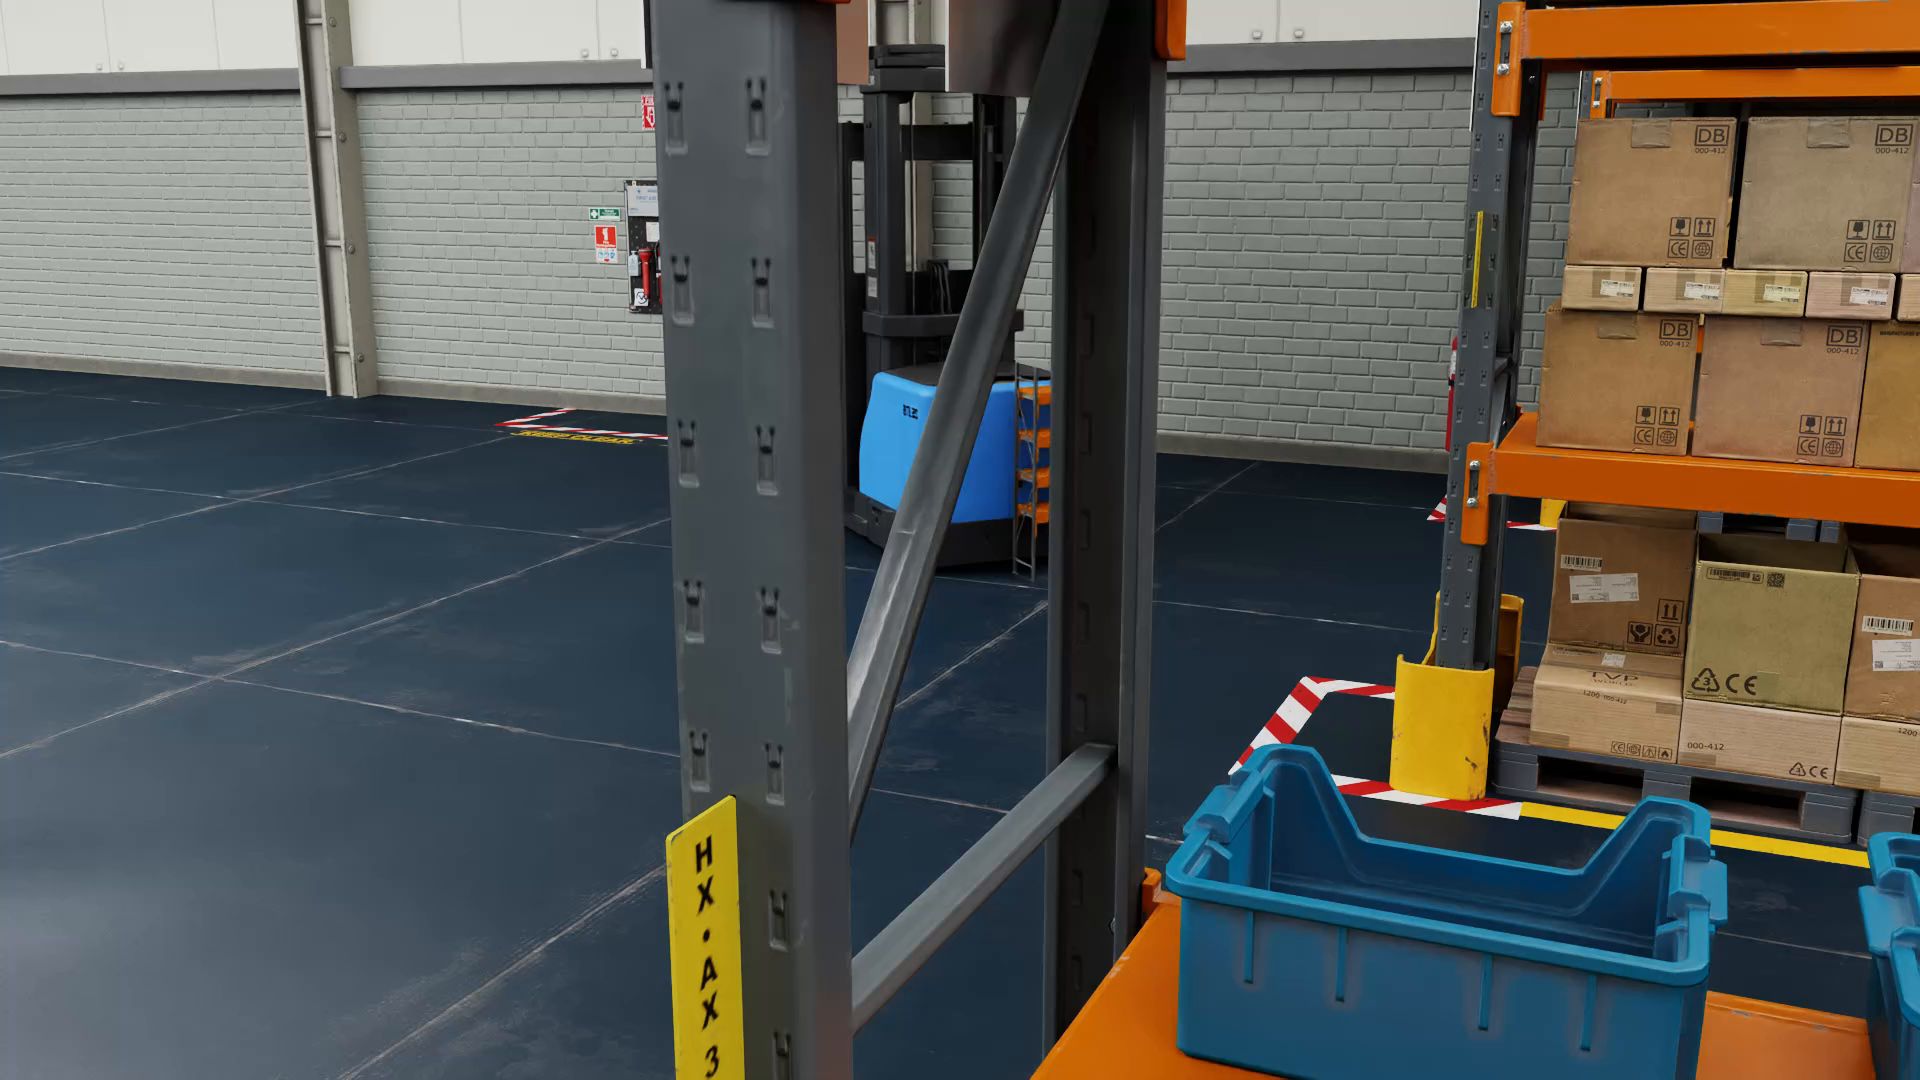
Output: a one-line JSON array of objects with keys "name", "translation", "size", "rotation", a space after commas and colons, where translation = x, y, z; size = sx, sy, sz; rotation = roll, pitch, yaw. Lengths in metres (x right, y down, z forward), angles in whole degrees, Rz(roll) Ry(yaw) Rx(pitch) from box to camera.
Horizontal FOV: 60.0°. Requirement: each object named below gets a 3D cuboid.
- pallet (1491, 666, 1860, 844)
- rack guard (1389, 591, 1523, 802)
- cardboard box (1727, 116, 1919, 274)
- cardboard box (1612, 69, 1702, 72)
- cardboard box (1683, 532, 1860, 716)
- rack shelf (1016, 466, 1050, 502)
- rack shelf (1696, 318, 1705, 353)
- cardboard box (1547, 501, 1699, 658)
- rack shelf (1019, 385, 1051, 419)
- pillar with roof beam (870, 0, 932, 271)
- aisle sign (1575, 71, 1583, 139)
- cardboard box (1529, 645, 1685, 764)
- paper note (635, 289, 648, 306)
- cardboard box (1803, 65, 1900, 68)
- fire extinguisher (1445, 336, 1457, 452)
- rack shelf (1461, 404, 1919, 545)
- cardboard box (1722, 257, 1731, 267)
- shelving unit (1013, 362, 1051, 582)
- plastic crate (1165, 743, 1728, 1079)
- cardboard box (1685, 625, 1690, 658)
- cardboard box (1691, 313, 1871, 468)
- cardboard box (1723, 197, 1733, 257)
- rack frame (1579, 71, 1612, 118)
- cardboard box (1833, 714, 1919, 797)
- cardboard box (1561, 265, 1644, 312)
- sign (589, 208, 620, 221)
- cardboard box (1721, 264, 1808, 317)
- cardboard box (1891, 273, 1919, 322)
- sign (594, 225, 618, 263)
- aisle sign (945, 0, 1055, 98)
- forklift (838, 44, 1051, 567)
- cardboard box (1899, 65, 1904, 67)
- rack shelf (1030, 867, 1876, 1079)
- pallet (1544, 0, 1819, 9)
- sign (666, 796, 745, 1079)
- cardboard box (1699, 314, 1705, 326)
[{"name": "pallet", "translation": [2.737, 0.794, 6.408], "size": [1.213, 0.211, 1.003], "rotation": [6, 14, 23]}, {"name": "rack guard", "translation": [1.999, 0.589, 6.649], "size": [0.348, 0.500, 1.175], "rotation": [6, 14, 23]}, {"name": "cardboard box", "translation": [2.974, -1.207, 5.776], "size": [0.500, 0.500, 0.700], "rotation": [5, 14, 22]}, {"name": "cardboard box", "translation": [4.228, -3.096, 10.054], "size": [0.500, 0.500, 0.500], "rotation": [6, 15, 25]}, {"name": "cardboard box", "translation": [2.879, 0.286, 5.930], "size": [0.500, 0.500, 0.500], "rotation": [6, 14, 23]}, {"name": "rack shelf", "translation": [0.580, -0.332, 9.333], "size": [0.480, 0.148, 0.258], "rotation": [-6, 15, -25]}, {"name": "rack shelf", "translation": [5.852, -1.125, 10.059], "size": [4.000, 0.370, 1.077], "rotation": [6, 14, 23]}, {"name": "cardboard box", "translation": [2.631, 0.131, 6.588], "size": [0.500, 0.500, 0.500], "rotation": [6, 14, 23]}, {"name": "rack shelf", "translation": [0.581, -0.779, 9.225], "size": [0.480, 0.148, 0.258], "rotation": [-6, 15, -25]}, {"name": "pillar with roof beam", "translation": [-2.216, -4.353, 9.108], "size": [0.400, 9.000, 9.100], "rotation": [6, 14, 23]}, {"name": "aisle sign", "translation": [3.836, -2.870, 10.229], "size": [0.004, 0.787, 0.394], "rotation": [6, 14, 23]}, {"name": "cardboard box", "translation": [2.421, 0.605, 6.211], "size": [0.500, 0.250, 0.500], "rotation": [6, 14, 23]}, {"name": "paper note", "translation": [-2.850, -2.170, 14.865], "size": [0.142, 0.148, 0.016], "rotation": [6, 14, 23]}, {"name": "cardboard box", "translation": [5.181, -2.992, 9.609], "size": [0.500, 0.500, 0.500], "rotation": [7, 15, 26]}, {"name": "fire extinguisher", "translation": [2.101, -0.696, 6.823], "size": [0.183, 0.674, 0.296], "rotation": [6, 14, 23]}, {"name": "rack shelf", "translation": [3.849, -0.090, 5.648], "size": [4.000, 0.370, 1.077], "rotation": [6, 14, 23]}, {"name": "cardboard box", "translation": [2.921, -0.947, 6.085], "size": [0.250, 0.149, 0.380], "rotation": [6, 14, 22]}, {"name": "shelving unit", "translation": [0.580, -0.398, 9.318], "size": [0.503, 1.200, 0.258], "rotation": [-6, 15, -25]}, {"name": "plastic crate", "translation": [0.590, 0.465, 2.032], "size": [0.616, 0.251, 0.499], "rotation": [6, 14, 23]}, {"name": "cardboard box", "translation": [3.093, 0.540, 6.485], "size": [0.500, 0.250, 0.500], "rotation": [6, 14, 23]}, {"name": "cardboard box", "translation": [2.924, -0.581, 5.944], "size": [0.500, 0.500, 0.700], "rotation": [6, 15, 25]}, {"name": "cardboard box", "translation": [4.786, -1.807, 10.035], "size": [0.500, 0.500, 0.500], "rotation": [6, 14, 23]}, {"name": "rack frame", "translation": [4.024, -1.660, 10.765], "size": [0.127, 3.000, 1.000], "rotation": [6, 14, 23]}, {"name": "cardboard box", "translation": [3.336, 0.697, 5.819], "size": [0.500, 0.250, 0.500], "rotation": [6, 14, 23]}, {"name": "cardboard box", "translation": [2.292, -0.909, 5.922], "size": [0.250, 0.149, 0.380], "rotation": [6, 14, 23]}, {"name": "sign", "translation": [-3.179, -2.914, 14.869], "size": [0.331, 0.109, 0.001], "rotation": [6, 14, 23]}, {"name": "cardboard box", "translation": [2.762, -0.861, 5.721], "size": [0.250, 0.149, 0.380], "rotation": [6, 14, 23]}, {"name": "cardboard box", "translation": [3.237, -0.813, 5.517], "size": [0.250, 0.149, 0.380], "rotation": [5, 14, 21]}, {"name": "sign", "translation": [-3.180, -2.658, 14.939], "size": [0.234, 0.329, 0.001], "rotation": [6, 14, 23]}, {"name": "aisle sign", "translation": [0.065, -0.926, 1.942], "size": [0.004, 0.787, 0.394], "rotation": [6, 14, 23]}, {"name": "forklift", "translation": [-0.330, -1.561, 10.493], "size": [1.130, 2.935, 3.031], "rotation": [-6, 14, -23]}, {"name": "cardboard box", "translation": [5.434, -3.103, 10.083], "size": [0.500, 0.500, 0.500], "rotation": [5, 14, 21]}, {"name": "rack shelf", "translation": [1.839, 0.944, 1.240], "size": [4.000, 0.370, 1.077], "rotation": [6, 14, 23]}, {"name": "pallet", "translation": [2.656, -1.972, 5.720], "size": [1.213, 0.211, 1.003], "rotation": [6, 14, 23]}, {"name": "sign", "translation": [-0.216, 0.389, 1.427], "size": [0.005, 0.325, 0.100], "rotation": [6, 14, 23]}, {"name": "cardboard box", "translation": [4.341, -1.486, 10.305], "size": [0.500, 0.250, 0.500], "rotation": [5, 14, 22]}]
